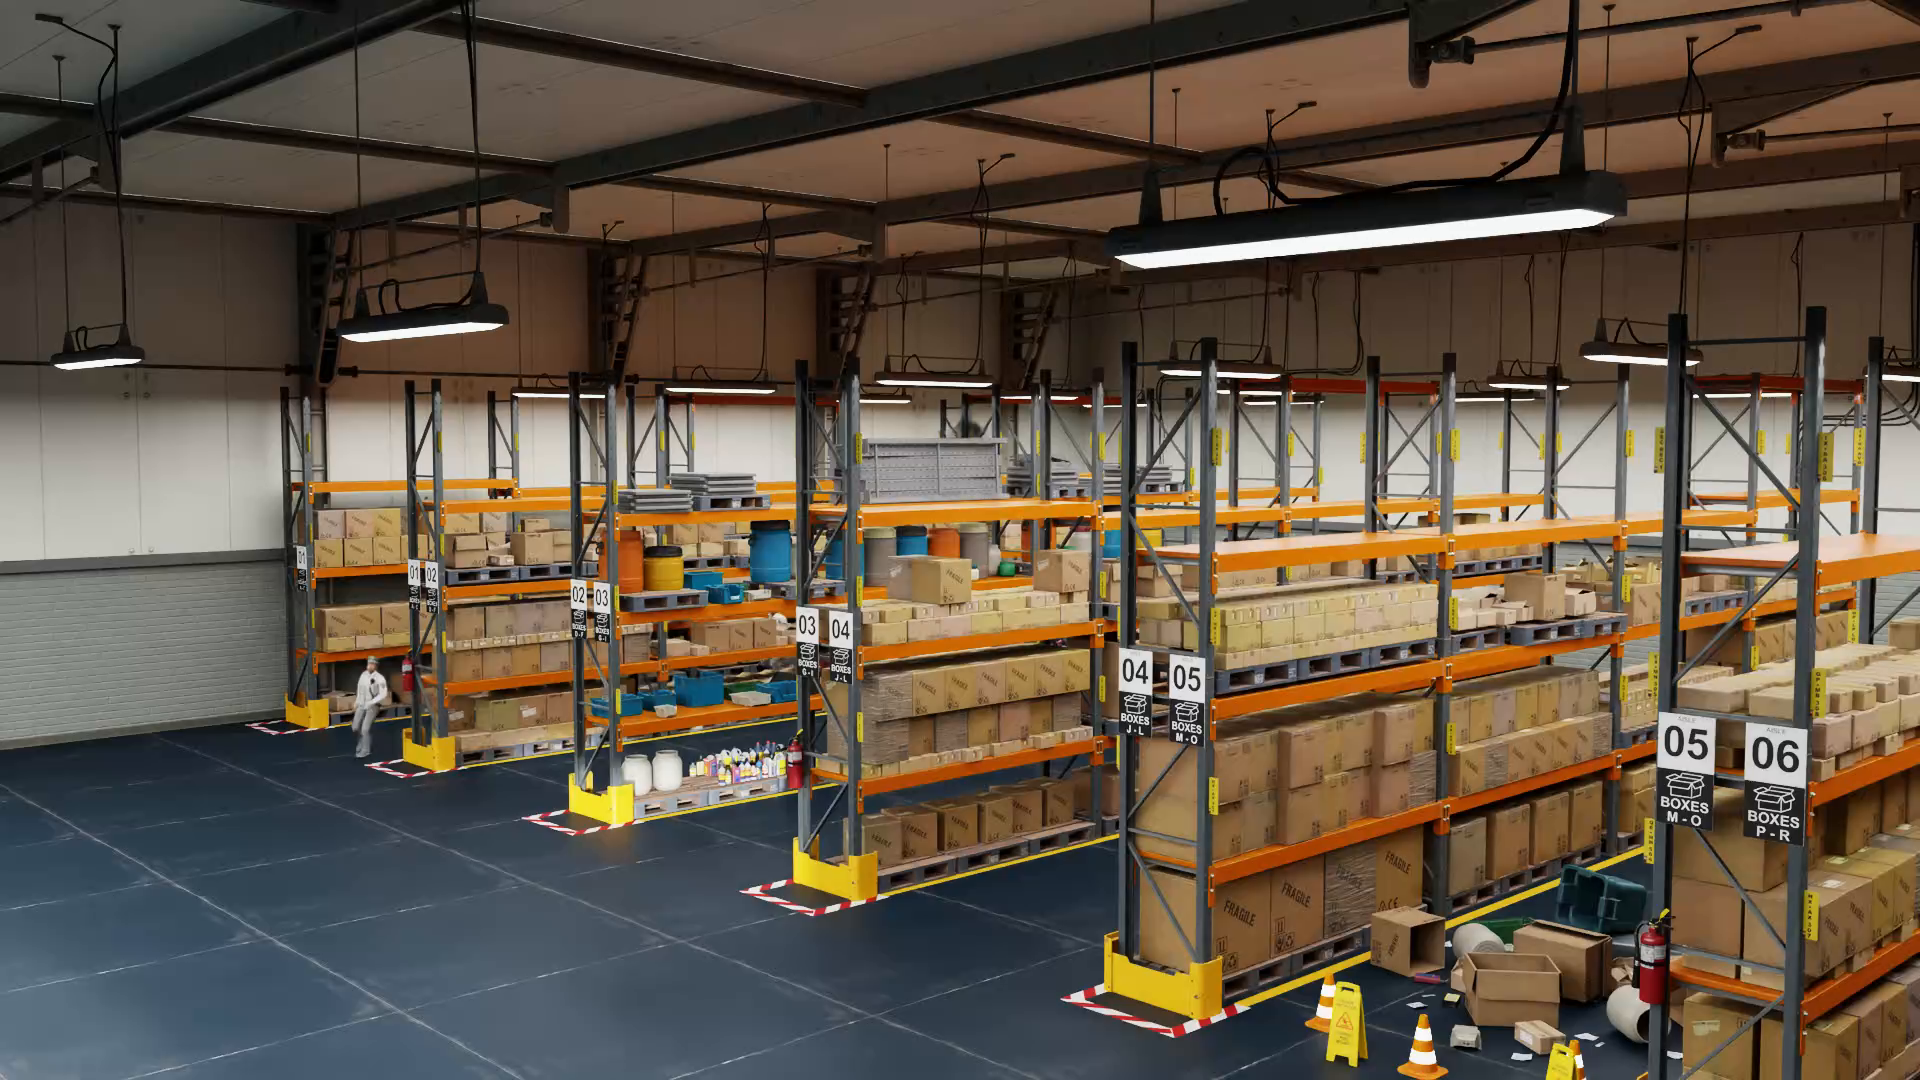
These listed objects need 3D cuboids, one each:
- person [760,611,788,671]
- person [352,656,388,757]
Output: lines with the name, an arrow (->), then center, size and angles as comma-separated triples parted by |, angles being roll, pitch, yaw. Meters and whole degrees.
person -> -3.799, 2.128, 33.910 | 0.722, 1.746, 0.628 | 3, 5, 39
person -> -9.430, 2.651, 26.512 | 0.647, 1.637, 0.501 | 1, 4, 12
